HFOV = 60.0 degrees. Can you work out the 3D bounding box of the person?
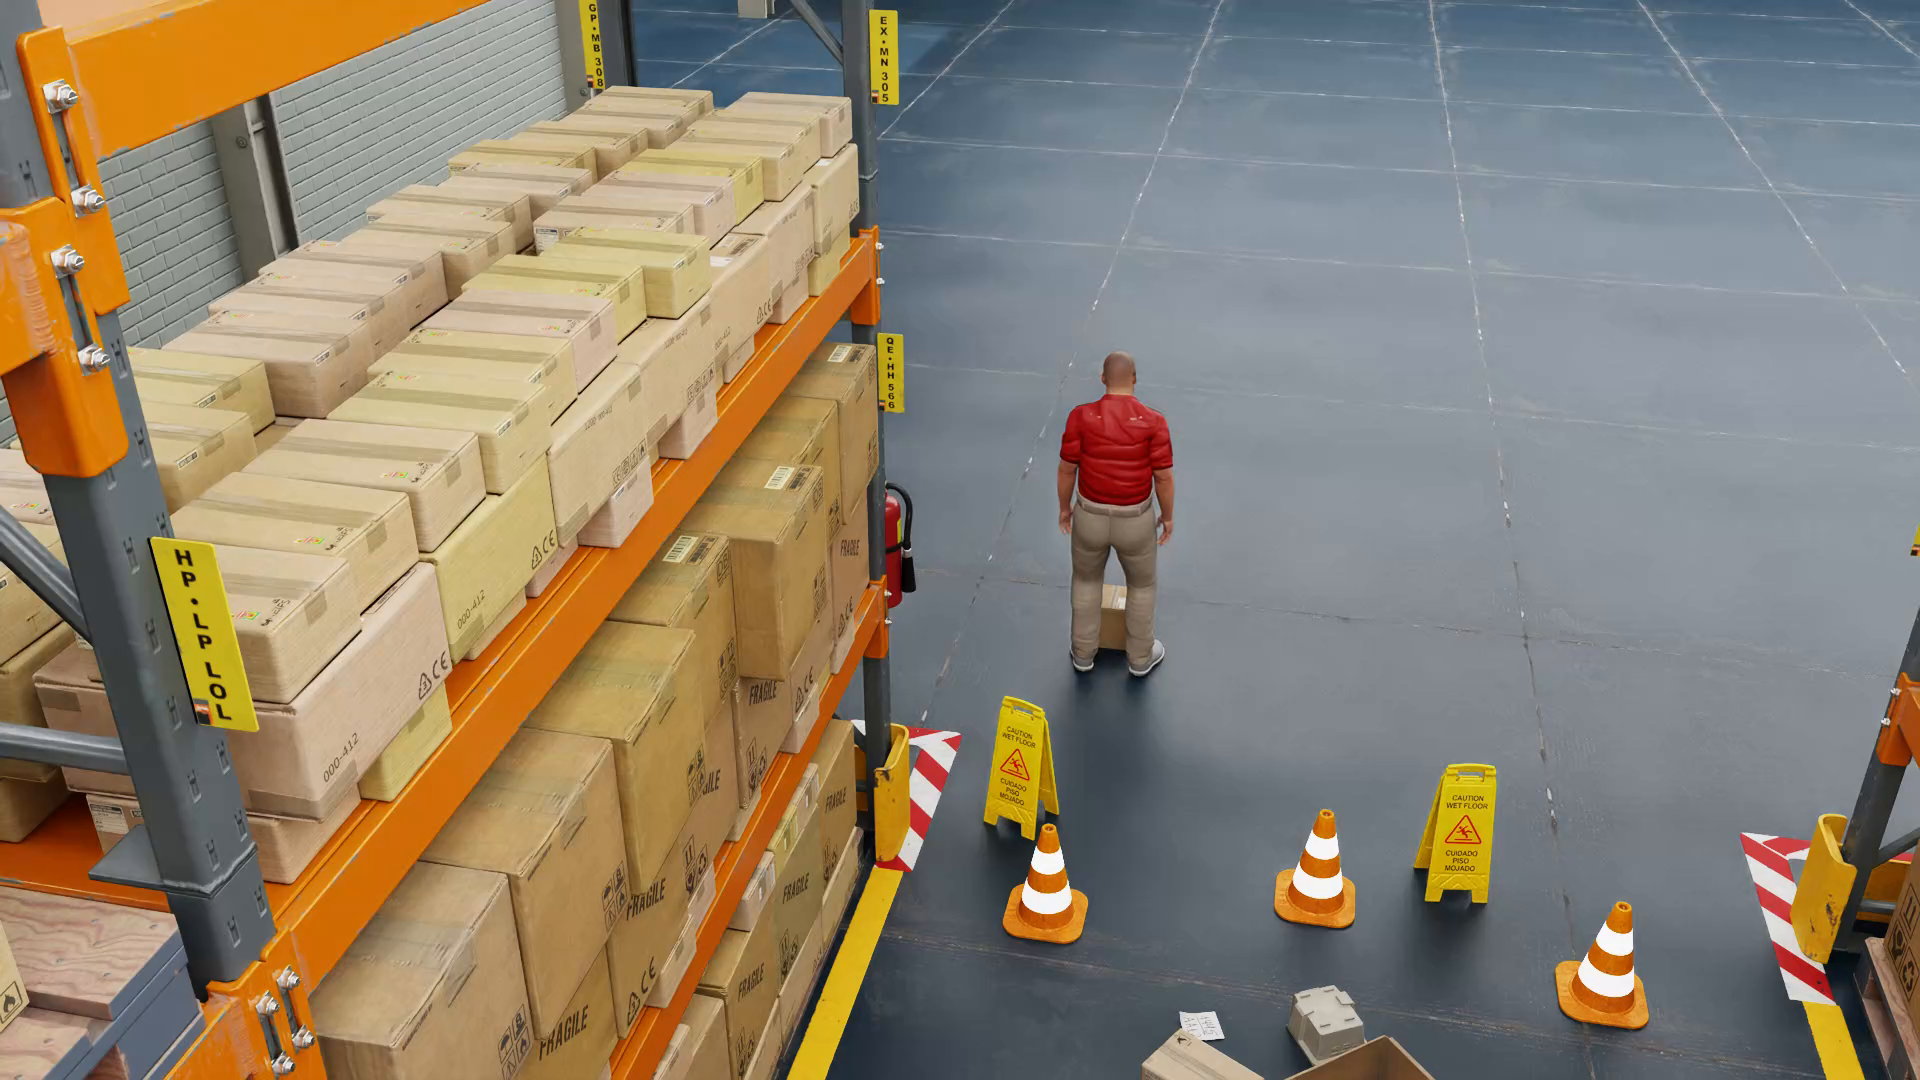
[{"bbox_3d":[0.780,-0.117,8.353,0.586,1.726,0.396,6,29,11],"label":"person"}]
